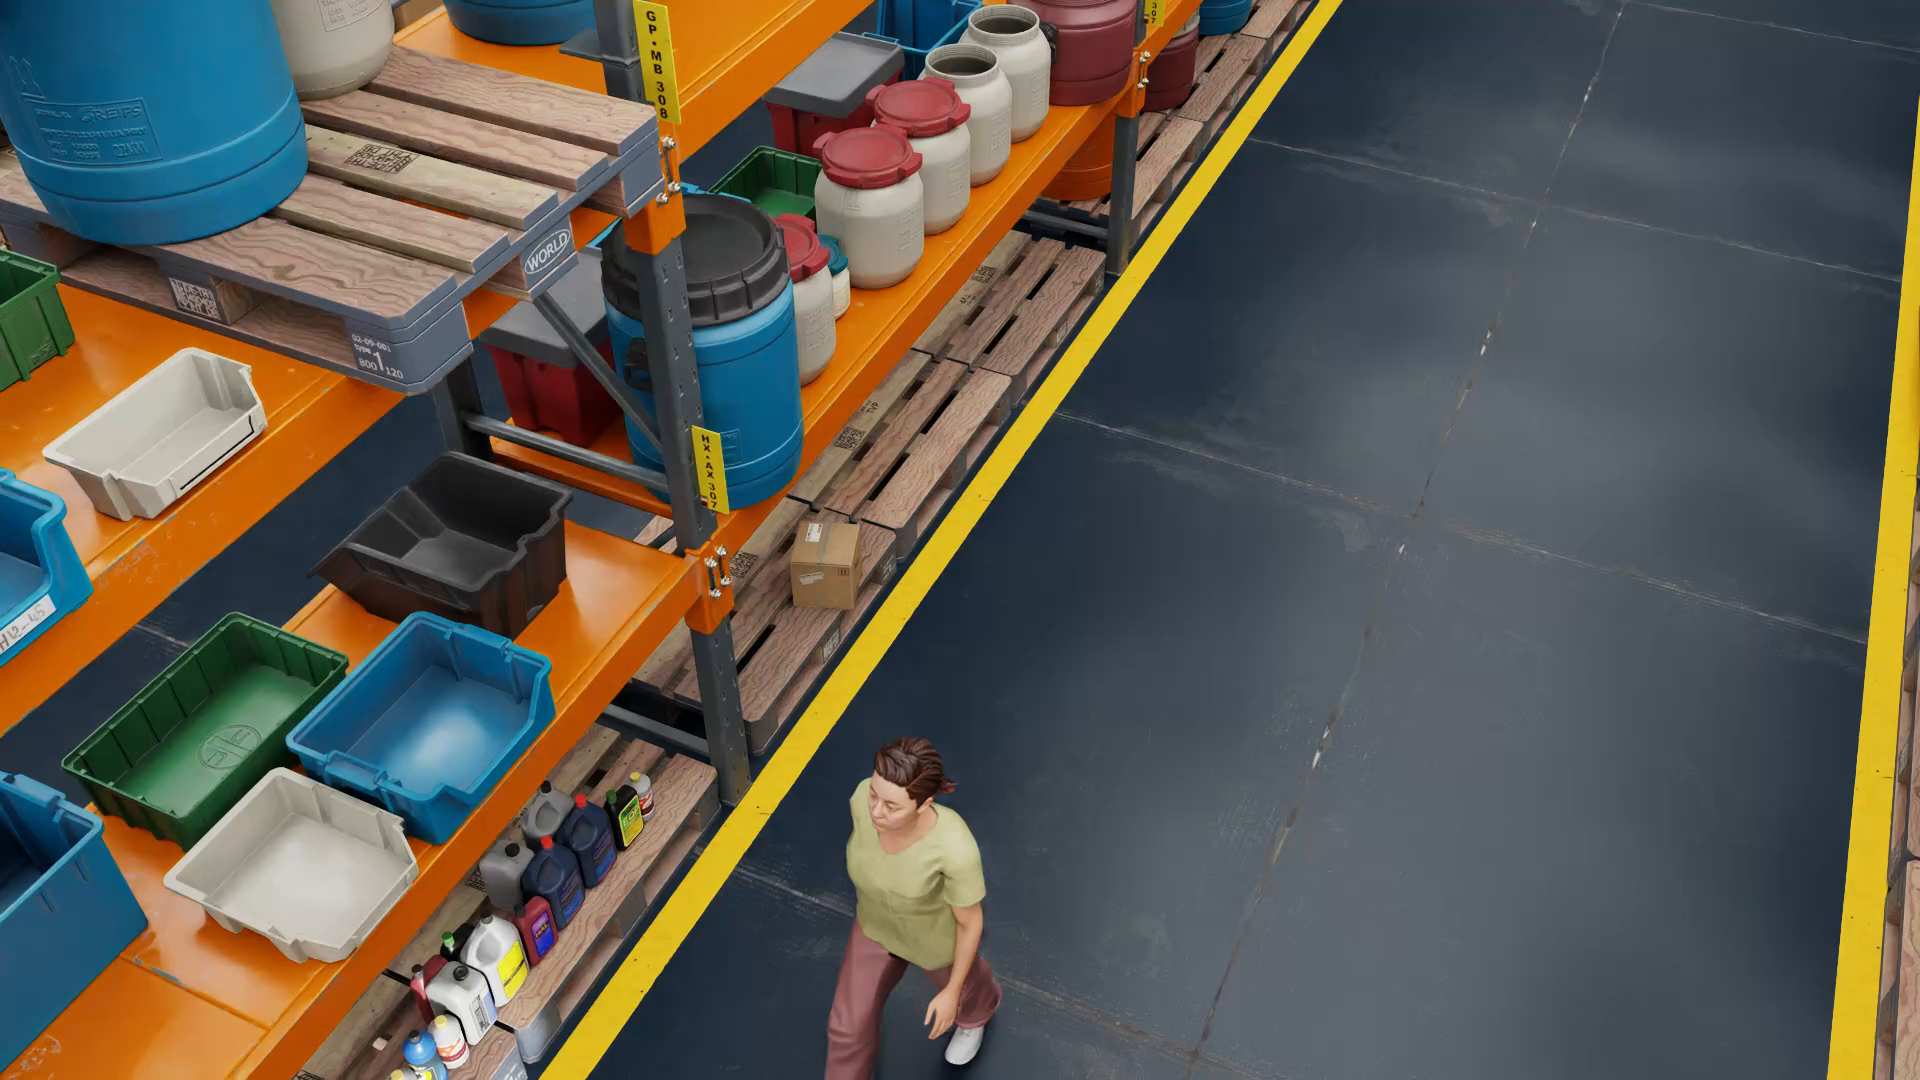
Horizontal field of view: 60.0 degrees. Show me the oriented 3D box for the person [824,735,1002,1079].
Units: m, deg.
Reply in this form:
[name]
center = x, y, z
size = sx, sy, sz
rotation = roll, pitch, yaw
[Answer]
[person]
center = -0.165, 1.190, 4.846
size = 0.497, 1.664, 0.882
rotation = 22, 46, 22
